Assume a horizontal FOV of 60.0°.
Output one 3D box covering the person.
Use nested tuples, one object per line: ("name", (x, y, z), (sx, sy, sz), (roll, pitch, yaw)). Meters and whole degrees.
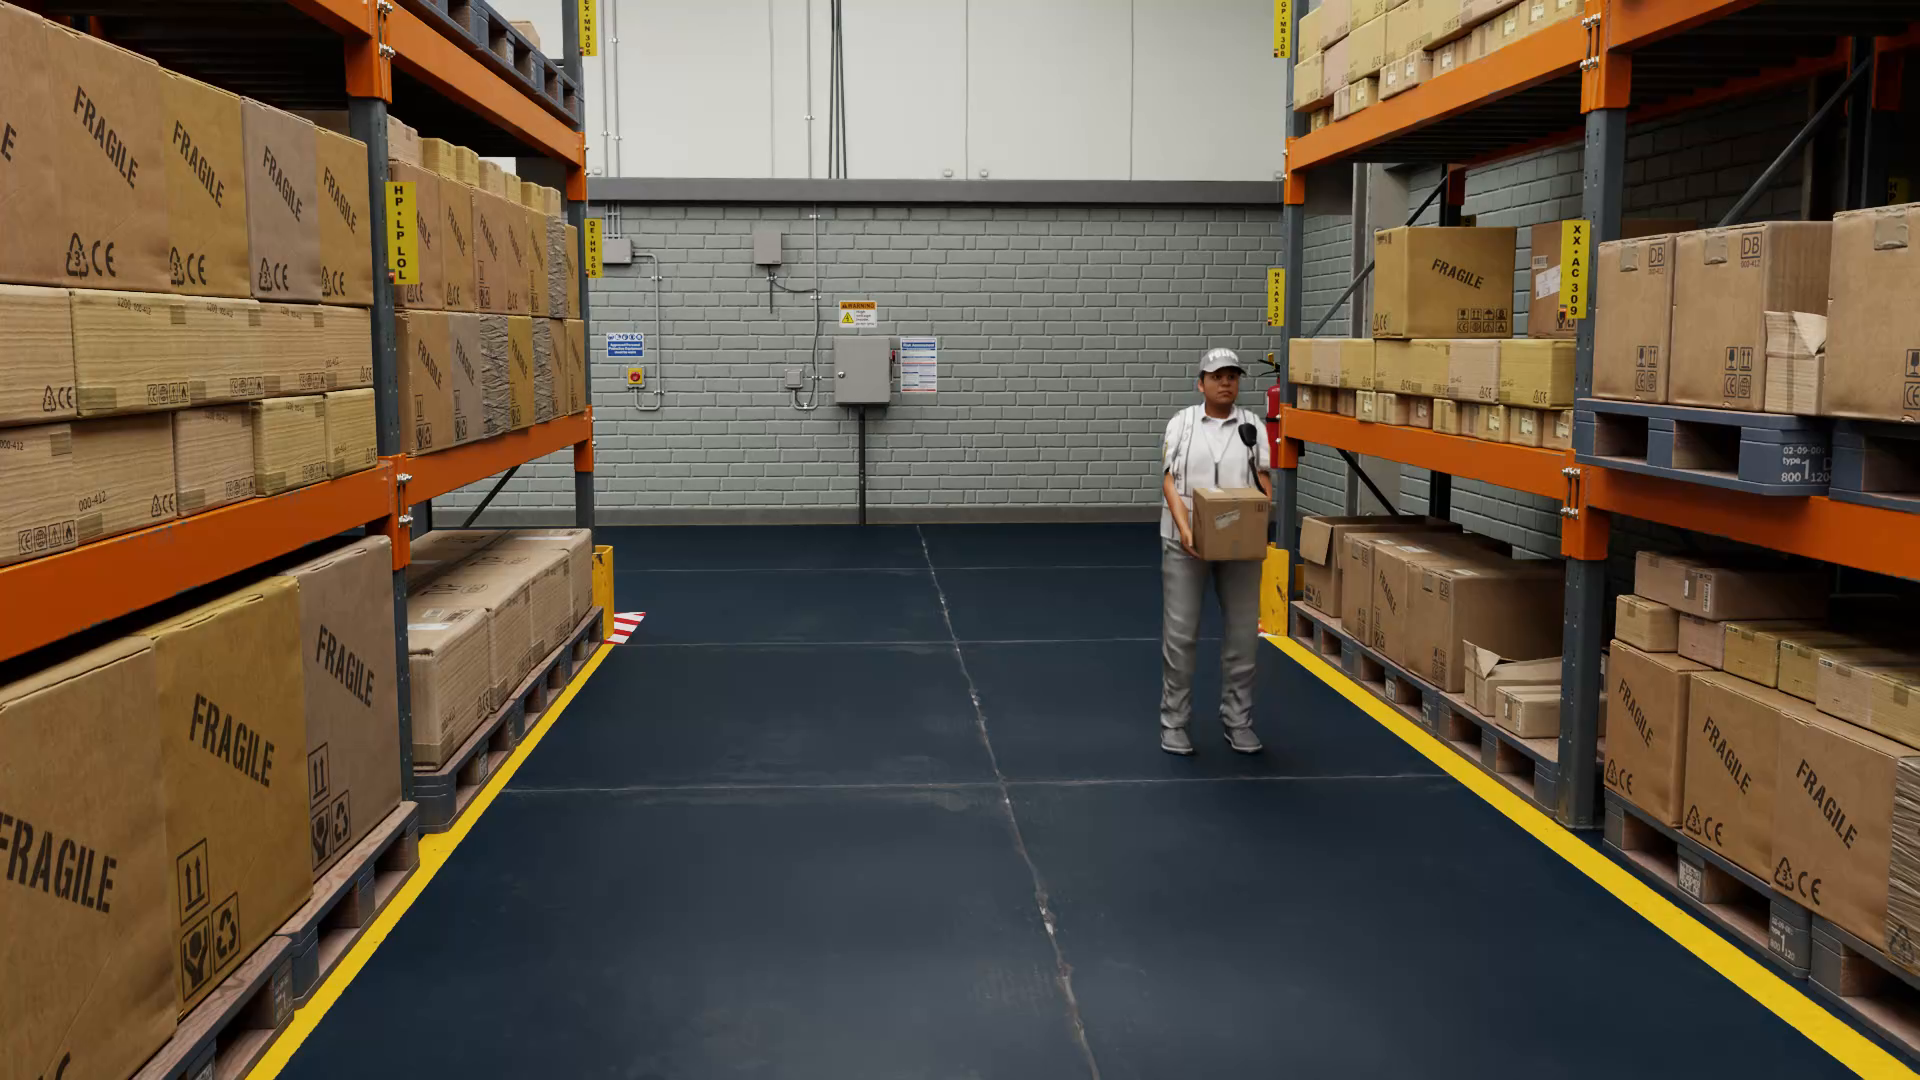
("person", (1.062, 0.048, 6.852), (0.457, 1.662, 0.532), (0, 7, 1))
